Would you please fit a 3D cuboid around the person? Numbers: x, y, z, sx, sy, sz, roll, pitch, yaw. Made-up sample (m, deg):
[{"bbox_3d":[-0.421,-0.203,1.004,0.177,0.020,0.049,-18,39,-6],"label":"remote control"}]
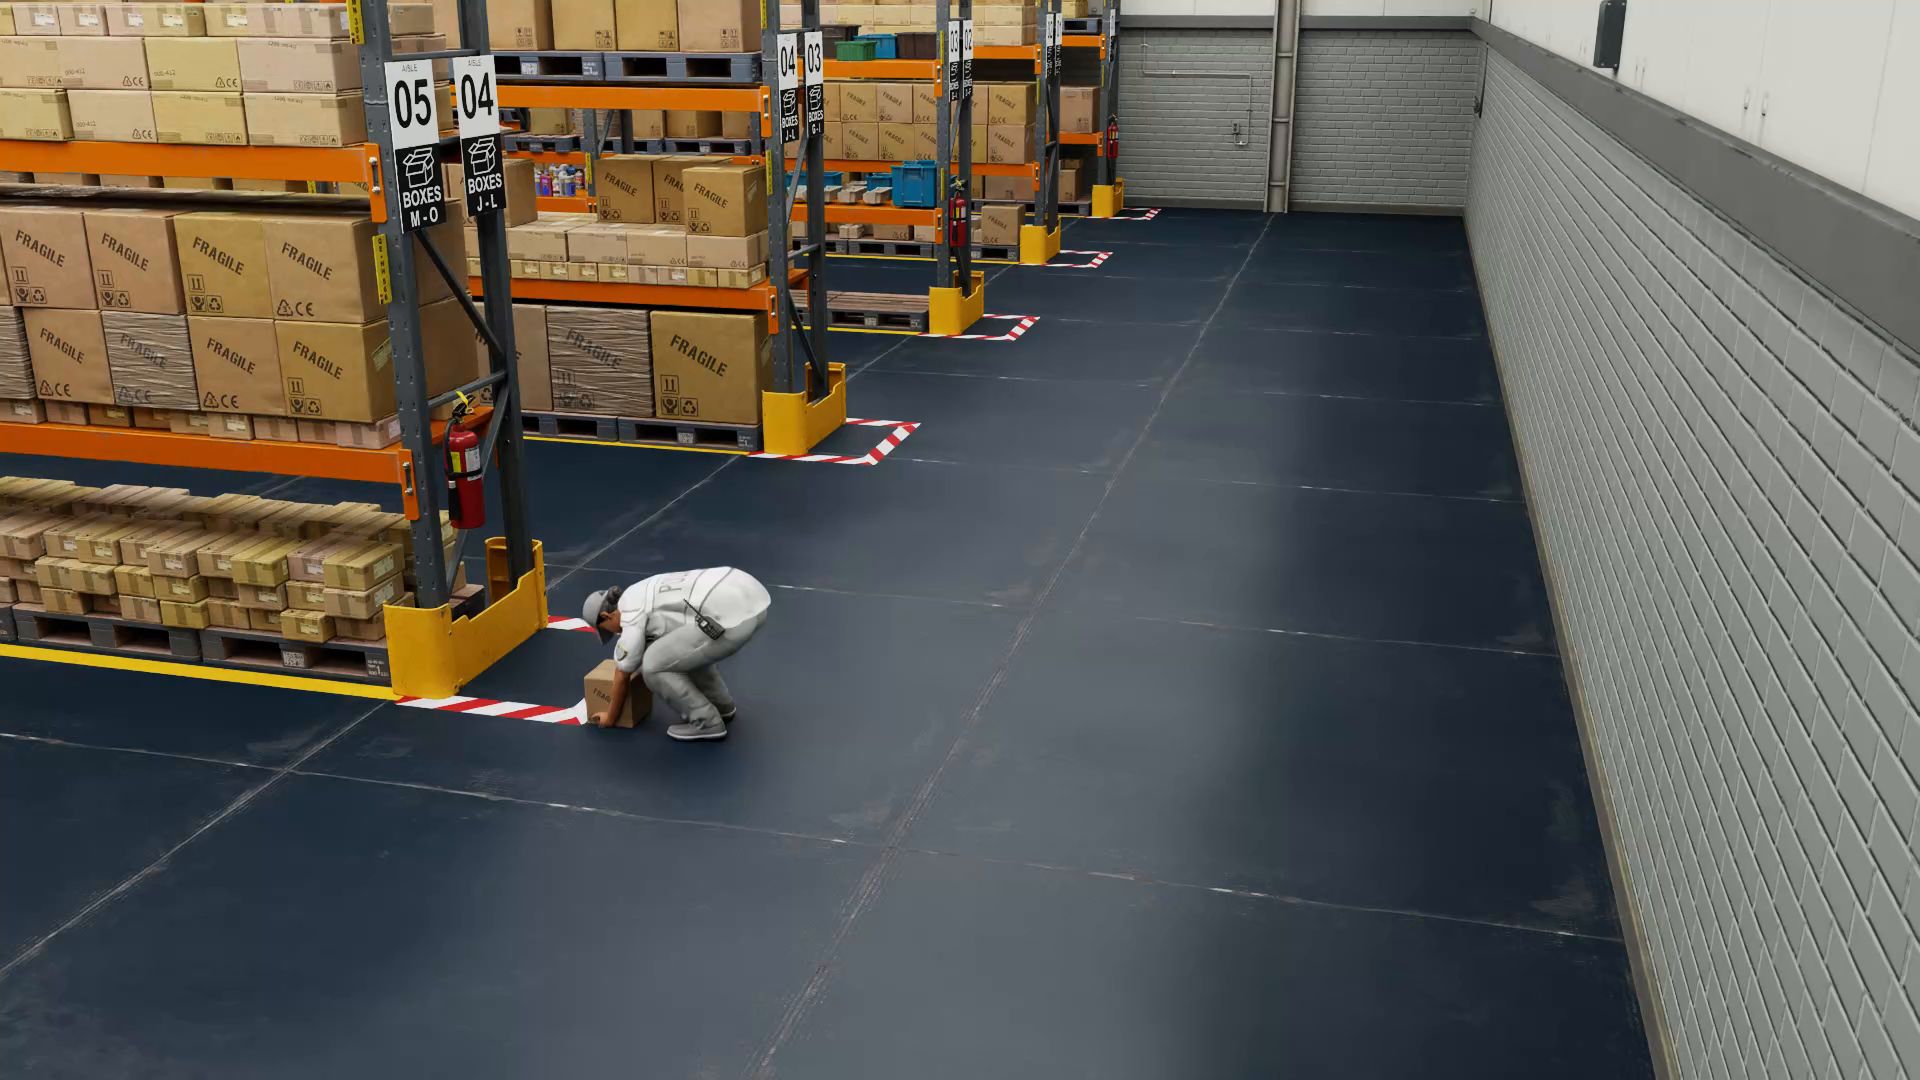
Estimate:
[{"bbox_3d":[-1.425,0.546,8.275,0.920,0.833,0.512,4,19,11],"label":"person"}]
